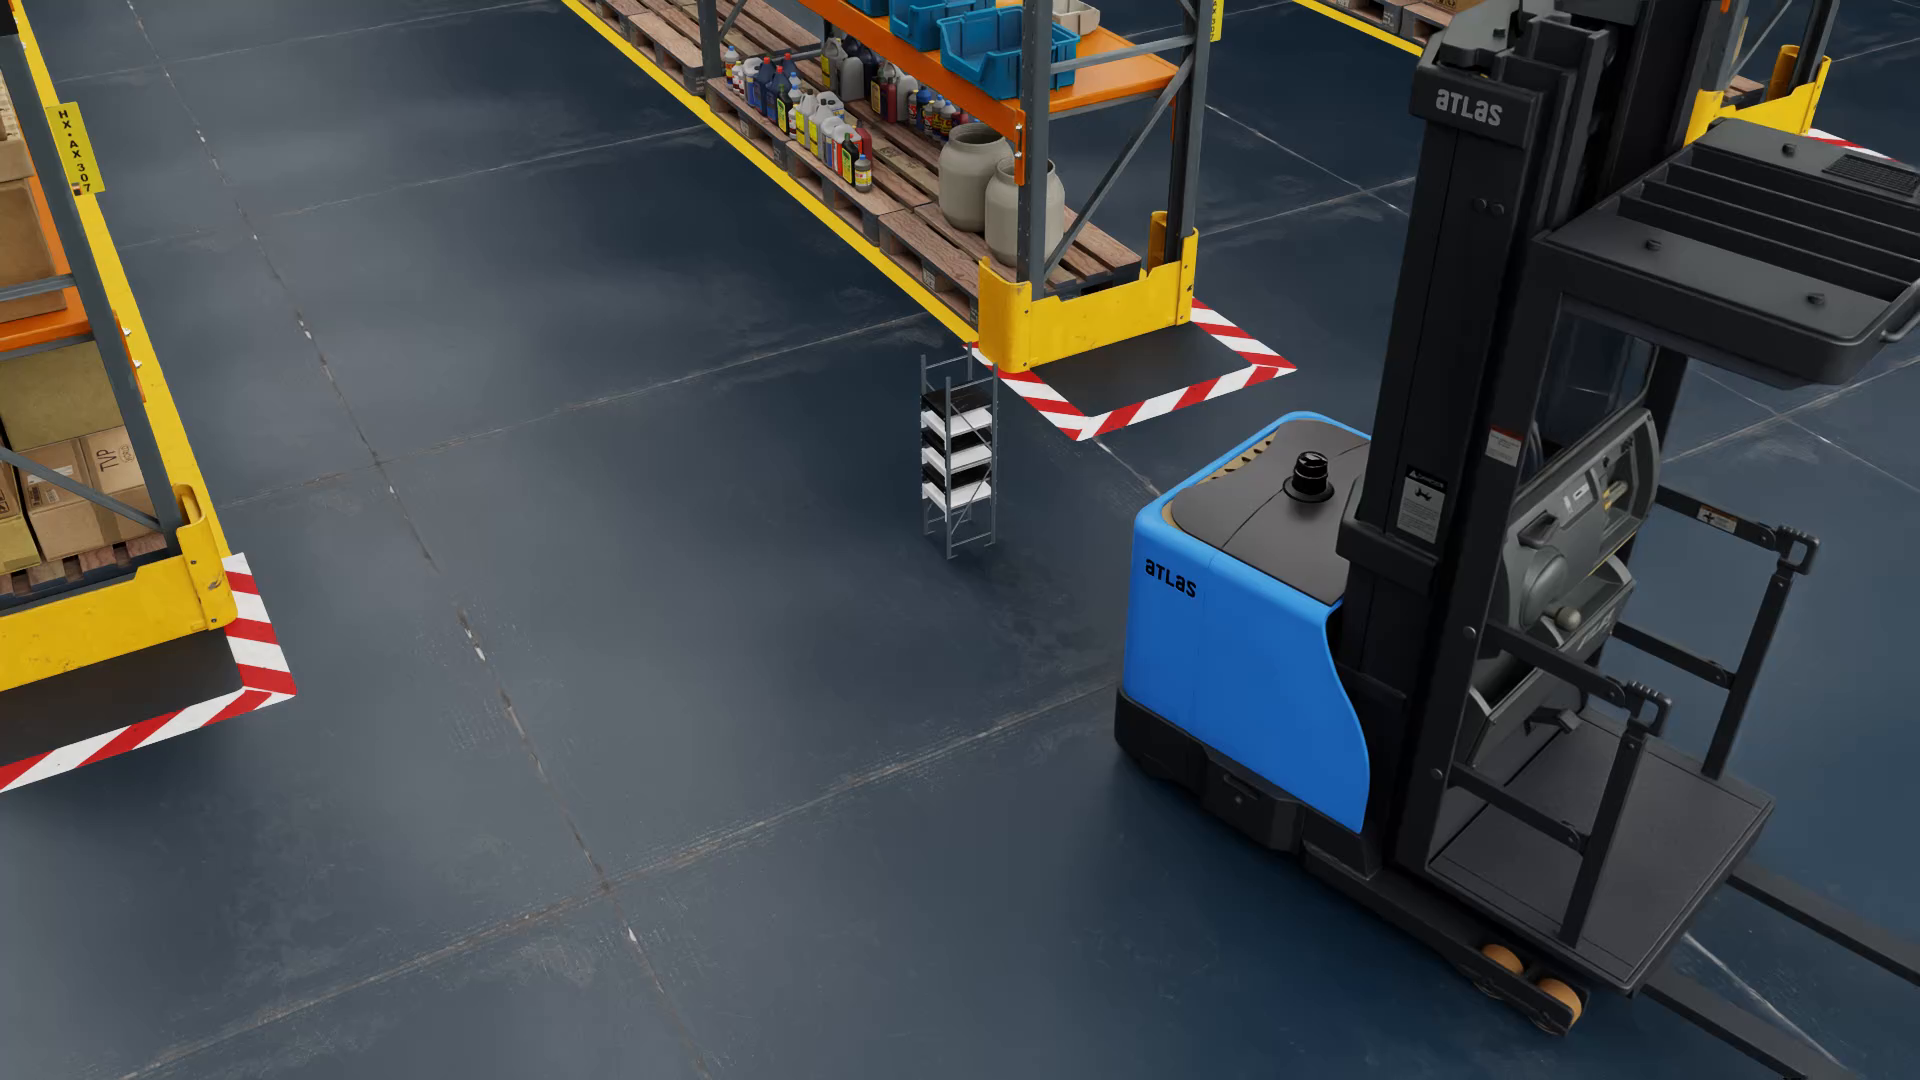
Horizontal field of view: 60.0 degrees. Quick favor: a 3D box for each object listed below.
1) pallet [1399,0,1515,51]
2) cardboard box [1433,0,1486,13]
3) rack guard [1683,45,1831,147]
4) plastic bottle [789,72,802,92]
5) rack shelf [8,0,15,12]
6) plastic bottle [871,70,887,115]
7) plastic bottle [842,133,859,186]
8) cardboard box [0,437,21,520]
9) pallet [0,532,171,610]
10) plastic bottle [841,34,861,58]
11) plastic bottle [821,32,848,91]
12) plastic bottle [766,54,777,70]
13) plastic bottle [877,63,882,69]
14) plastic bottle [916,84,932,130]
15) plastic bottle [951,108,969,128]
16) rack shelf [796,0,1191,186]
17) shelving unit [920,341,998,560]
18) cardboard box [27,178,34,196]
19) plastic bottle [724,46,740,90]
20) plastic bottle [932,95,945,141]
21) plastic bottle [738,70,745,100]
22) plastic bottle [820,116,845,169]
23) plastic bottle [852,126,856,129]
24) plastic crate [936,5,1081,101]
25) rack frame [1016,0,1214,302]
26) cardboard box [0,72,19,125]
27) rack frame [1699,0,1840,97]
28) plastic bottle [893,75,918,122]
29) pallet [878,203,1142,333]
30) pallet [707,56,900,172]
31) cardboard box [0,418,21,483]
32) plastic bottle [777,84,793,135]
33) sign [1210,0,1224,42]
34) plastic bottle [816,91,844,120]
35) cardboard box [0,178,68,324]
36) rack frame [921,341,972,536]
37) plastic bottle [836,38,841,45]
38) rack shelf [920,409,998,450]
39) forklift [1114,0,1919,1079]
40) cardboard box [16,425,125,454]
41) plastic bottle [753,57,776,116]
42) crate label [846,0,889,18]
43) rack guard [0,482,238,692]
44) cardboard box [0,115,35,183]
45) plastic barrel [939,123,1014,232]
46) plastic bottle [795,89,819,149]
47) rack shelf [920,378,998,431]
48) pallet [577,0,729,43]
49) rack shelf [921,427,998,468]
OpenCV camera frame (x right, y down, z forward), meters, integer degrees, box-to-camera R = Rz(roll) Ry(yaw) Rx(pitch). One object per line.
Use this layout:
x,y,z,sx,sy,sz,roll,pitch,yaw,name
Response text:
3.999,-3.701,12.138,1.003,0.211,1.213,-19,40,-24,pallet
3.855,-4.143,12.142,0.500,0.500,0.500,-23,42,-28,cardboard box
4.985,-2.771,10.620,1.175,0.500,0.348,-19,40,-24,rack guard
-1.045,-2.817,10.504,0.097,0.271,0.097,0,36,0,plastic bottle
-4.548,-2.749,6.537,1.077,0.370,4.000,-19,40,-24,rack shelf
-0.513,-2.845,10.533,0.061,0.283,0.133,-19,40,-24,plastic bottle
-0.635,-2.216,9.670,0.061,0.283,0.133,-18,40,-23,plastic bottle
-4.070,-0.355,6.533,0.500,0.500,0.500,-19,40,-24,cardboard box
-3.964,-0.060,7.153,1.003,0.211,1.213,-19,40,-24,pallet
-0.696,-3.179,10.932,0.144,0.351,0.185,-20,41,-25,plastic bottle
-0.820,-3.136,10.873,0.144,0.351,0.185,-19,40,-24,plastic bottle
-1.210,-2.977,10.713,0.061,0.283,0.133,-19,40,-24,plastic bottle
-0.481,-2.983,10.721,0.061,0.283,0.133,-16,39,-21,plastic bottle
-0.225,-2.696,10.338,0.097,0.271,0.097,0,36,0,plastic bottle
0.002,-2.492,10.049,0.061,0.283,0.133,-18,40,-23,plastic bottle
-0.264,-3.003,9.429,1.077,0.370,4.000,-19,40,-24,rack shelf
-0.004,-0.368,6.990,0.258,0.900,0.210,-19,40,-24,shelving unit
-4.280,-1.612,6.829,0.700,0.500,0.500,-19,40,-24,cardboard box
-1.487,-3.097,10.888,0.097,0.271,0.097,0,36,0,plastic bottle
-0.123,-2.593,10.197,0.097,0.271,0.097,0,36,0,plastic bottle
-1.385,-2.965,10.766,0.097,0.201,0.097,0,36,0,plastic bottle
-0.733,-2.366,9.882,0.152,0.276,0.135,-20,41,-25,plastic bottle
-0.635,-2.382,9.968,0.097,0.201,0.097,0,36,0,plastic bottle
0.231,-2.380,8.092,0.499,0.251,0.616,-19,40,-24,plastic crate
0.741,-2.274,7.820,1.000,3.000,0.127,-19,40,-24,rack frame
-3.814,-1.636,6.312,0.380,0.149,0.250,-19,40,-24,cardboard box
5.024,-3.742,9.830,1.000,3.000,0.127,-19,40,-24,rack frame
-0.359,-2.802,10.479,0.152,0.276,0.135,-18,40,-23,plastic bottle
0.259,-1.589,9.246,1.003,0.211,1.213,-19,40,-24,pallet
-0.967,-2.833,10.950,1.003,0.211,1.213,-19,40,-24,pallet
-4.330,-0.305,7.099,0.500,0.250,0.500,-19,40,-24,cardboard box
-1.080,-2.667,10.289,0.061,0.283,0.133,-17,39,-22,plastic bottle
1.219,-2.547,7.959,0.100,0.325,0.005,-19,40,-24,sign
-0.798,-2.601,10.204,0.152,0.276,0.135,-19,40,-24,plastic bottle
-3.767,-1.090,6.115,0.700,0.500,0.500,-19,40,-24,cardboard box
-0.055,-0.419,7.061,0.240,0.900,0.006,-19,40,-24,rack frame
-0.817,-3.269,11.182,0.097,0.201,0.097,0,36,0,plastic bottle
-0.004,-0.486,6.904,0.258,0.077,0.200,-19,40,-24,rack shelf
1.979,-0.006,4.773,3.031,2.935,1.130,30,45,34,forklift
-3.875,-0.461,7.313,0.500,0.250,0.500,-19,40,-24,cardboard box
-1.222,-2.887,10.533,0.144,0.351,0.185,-18,40,-23,plastic bottle
-0.417,-3.147,8.985,0.502,0.435,0.616,-19,40,-24,crate label
-3.532,0.214,6.534,1.175,0.500,0.348,-19,40,-24,rack guard
-3.555,-1.374,5.954,0.380,0.149,0.250,-19,40,-24,cardboard box
0.093,-2.007,9.209,0.421,0.512,0.421,0,36,0,plastic barrel
-0.913,-2.574,10.104,0.144,0.351,0.185,-19,40,-24,plastic bottle
-0.004,-0.559,6.851,0.258,0.077,0.200,-19,40,-24,rack shelf
-2.314,-4.200,12.821,1.003,0.211,1.213,-19,40,-24,pallet
-0.004,-0.413,6.957,0.258,0.077,0.200,-19,40,-24,rack shelf
